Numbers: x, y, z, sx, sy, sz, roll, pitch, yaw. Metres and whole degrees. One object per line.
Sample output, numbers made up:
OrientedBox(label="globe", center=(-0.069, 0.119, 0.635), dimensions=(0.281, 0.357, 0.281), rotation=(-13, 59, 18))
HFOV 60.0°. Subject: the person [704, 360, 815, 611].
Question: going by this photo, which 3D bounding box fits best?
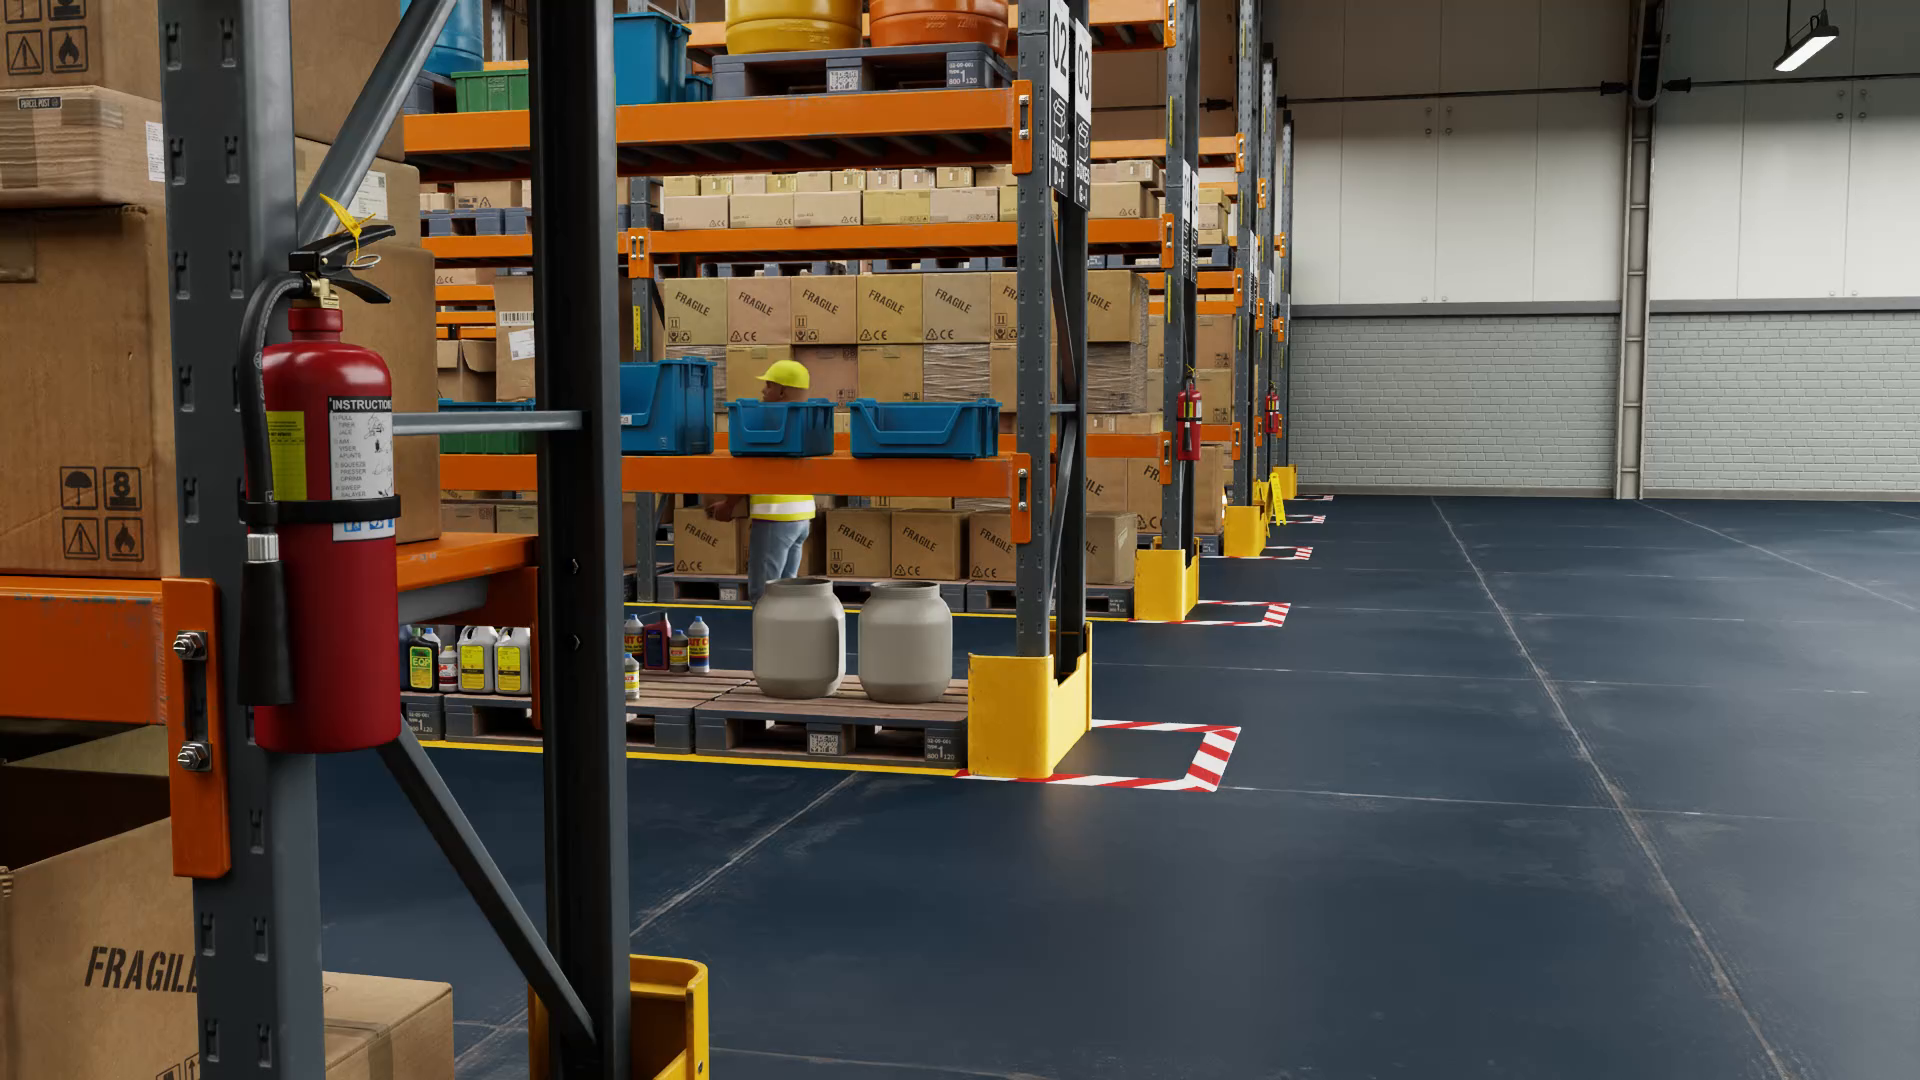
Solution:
OrientedBox(label="person", center=(-1.080, -0.098, 9.089), dimensions=(0.585, 1.760, 0.504), rotation=(1, 5, 15))
